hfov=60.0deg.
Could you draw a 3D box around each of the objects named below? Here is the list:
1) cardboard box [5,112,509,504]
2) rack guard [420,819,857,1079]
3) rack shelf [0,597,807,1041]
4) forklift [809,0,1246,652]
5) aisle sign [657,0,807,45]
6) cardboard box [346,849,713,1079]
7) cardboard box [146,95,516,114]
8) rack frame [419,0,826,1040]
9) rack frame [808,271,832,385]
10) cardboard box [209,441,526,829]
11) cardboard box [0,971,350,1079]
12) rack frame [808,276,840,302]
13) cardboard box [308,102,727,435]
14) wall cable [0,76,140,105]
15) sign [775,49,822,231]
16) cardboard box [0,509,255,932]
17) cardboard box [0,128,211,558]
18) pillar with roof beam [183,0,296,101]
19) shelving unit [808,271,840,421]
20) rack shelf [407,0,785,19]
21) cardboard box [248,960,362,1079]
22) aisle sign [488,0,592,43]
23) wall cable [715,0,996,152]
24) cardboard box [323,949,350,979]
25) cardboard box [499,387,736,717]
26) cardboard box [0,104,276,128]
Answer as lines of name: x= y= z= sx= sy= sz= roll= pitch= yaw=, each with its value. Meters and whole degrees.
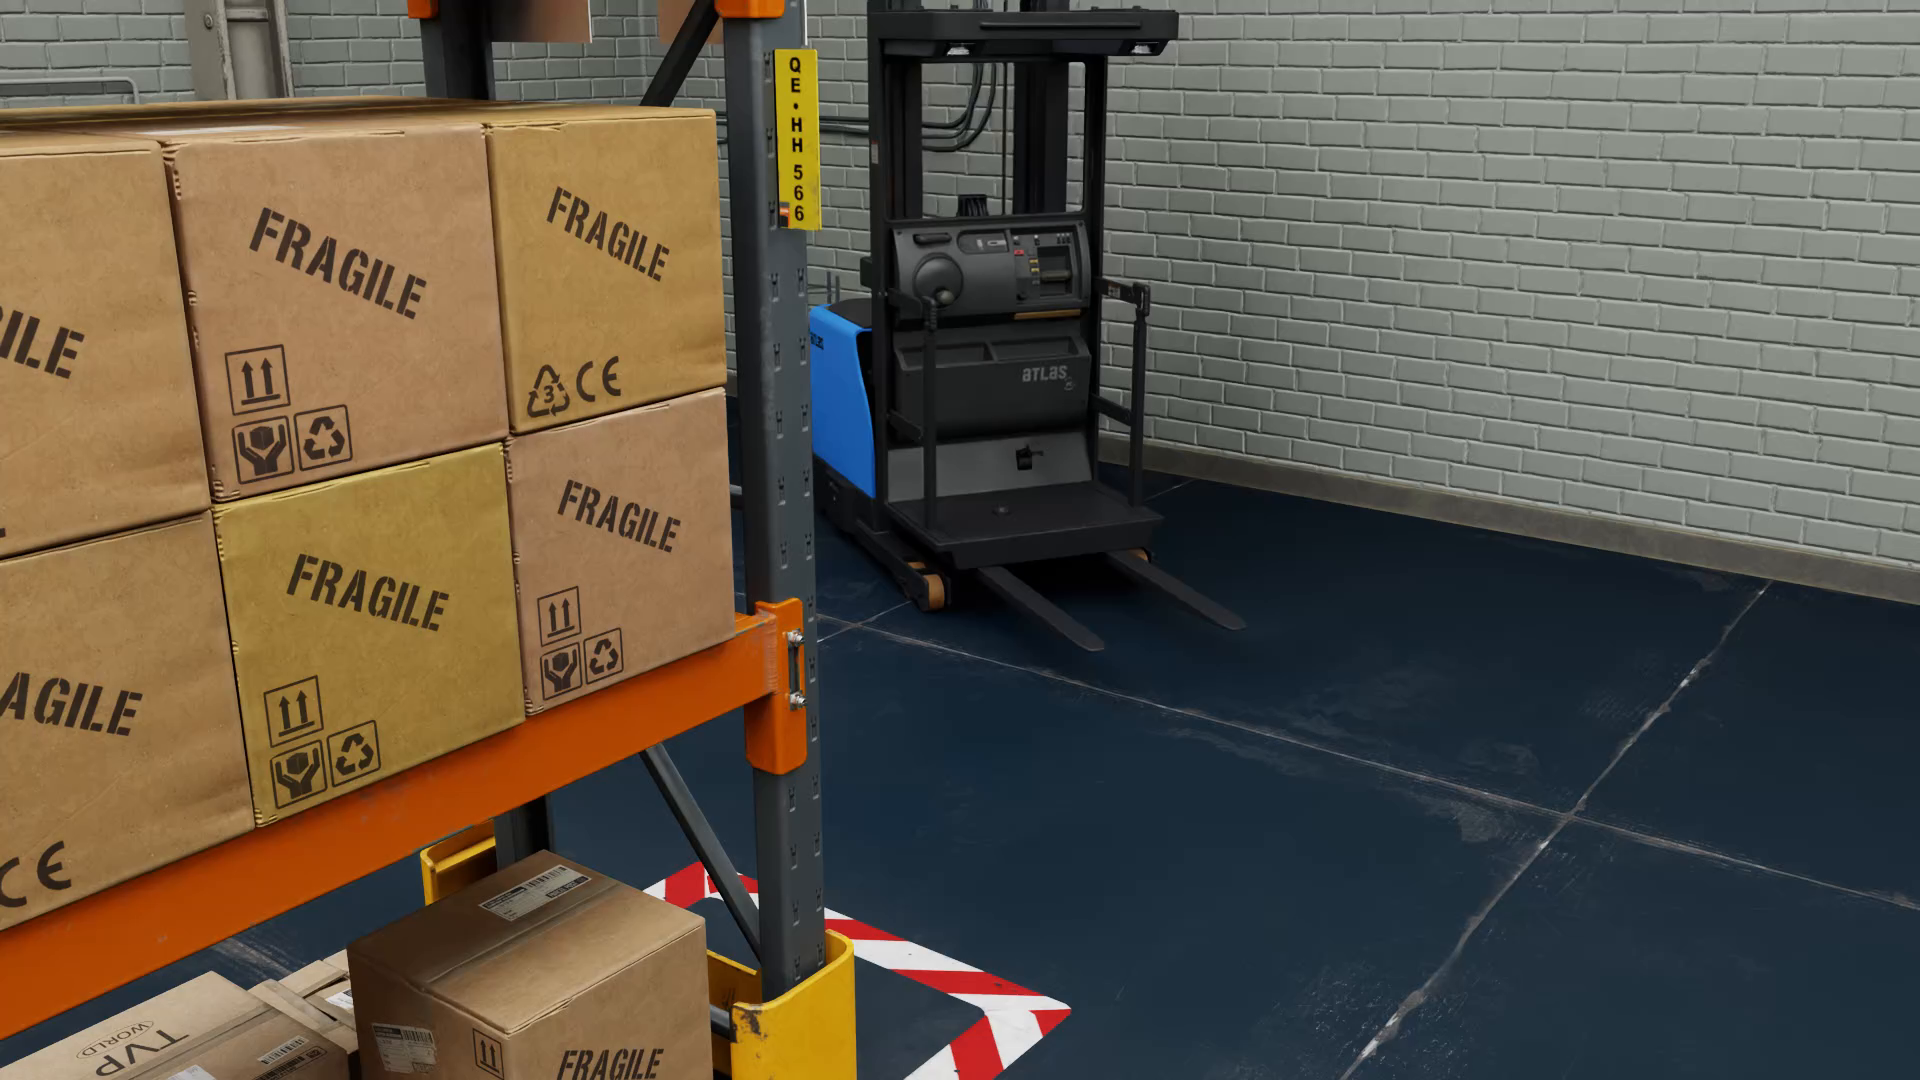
cardboard box: x=-1.079 y=-0.391 z=2.591 sx=0.500 sy=0.500 sz=0.500 roll=13 pitch=22 yaw=36
rack guard: x=-0.780 y=1.071 z=3.952 sx=1.175 sy=0.500 sz=0.348 roll=12 pitch=21 yaw=35
rack shelf: x=-1.926 y=0.679 z=2.213 sx=1.077 sy=0.370 sz=4.000 roll=12 pitch=21 yaw=35
forklift: x=0.232 y=-1.228 z=7.257 sx=1.130 sy=2.935 sz=3.031 roll=-7 pitch=18 yaw=-21
aisle sign: x=-0.448 y=-1.345 z=3.132 sx=0.394 sy=0.787 sz=0.004 roll=12 pitch=21 yaw=35
cardboard box: x=-0.860 y=1.016 z=3.388 sx=0.500 sy=0.500 sz=0.500 roll=12 pitch=21 yaw=35
cardboard box: x=-1.210 y=-0.607 z=3.286 sx=0.500 sy=0.500 sz=0.500 roll=13 pitch=22 yaw=36
rack frame: x=-0.734 y=-0.141 z=3.640 sx=1.000 sy=3.000 sz=0.127 roll=12 pitch=21 yaw=35
rack frame: x=-0.792 y=-0.830 z=8.891 sx=0.240 sy=1.200 sz=0.006 roll=-6 pitch=18 yaw=-17
cardboard box: x=-1.089 y=0.090 z=2.727 sx=0.500 sy=0.500 sz=0.500 roll=13 pitch=21 yaw=35
cardboard box: x=-1.584 y=1.161 z=3.343 sx=0.500 sy=0.250 sz=0.500 roll=12 pitch=21 yaw=35
rack frame: x=-0.736 y=-0.779 z=8.725 sx=0.240 sy=1.200 sz=0.006 roll=-6 pitch=18 yaw=-17
cardboard box: x=-0.779 y=-0.512 z=2.979 sx=0.500 sy=0.500 sz=0.500 roll=12 pitch=21 yaw=34
wall cable: x=-4.712 y=-1.973 z=7.825 sx=0.084 sy=1.984 sz=1.851 roll=12 pitch=21 yaw=35
sign: x=-0.301 y=-0.742 z=3.090 sx=0.100 sy=0.325 sz=0.005 roll=12 pitch=21 yaw=35
cardboard box: x=-1.391 y=0.208 z=2.347 sx=0.500 sy=0.500 sz=0.500 roll=13 pitch=21 yaw=35
cardboard box: x=-1.384 y=-0.267 z=2.191 sx=0.500 sy=0.500 sz=0.500 roll=13 pitch=22 yaw=36
pillar with roof beam: x=-0.343 y=-3.916 z=5.679 sx=9.100 sy=9.000 sz=0.400 roll=12 pitch=21 yaw=35
shelving unit: x=-0.764 y=-0.804 z=8.808 sx=0.258 sy=1.200 sz=0.189 roll=-6 pitch=18 yaw=-17
rack shelf: x=-1.926 y=-0.754 z=1.768 sx=1.077 sy=0.370 sz=4.000 roll=12 pitch=21 yaw=35
cardboard box: x=-1.409 y=1.101 z=3.677 sx=0.380 sy=0.166 sz=0.250 roll=12 pitch=21 yaw=35
aisle sign: x=-0.930 y=-1.451 z=3.474 sx=0.394 sy=0.787 sz=0.004 roll=12 pitch=21 yaw=35
wall cable: x=-1.058 y=-3.681 z=10.161 sx=3.097 sy=2.526 sz=0.112 roll=12 pitch=21 yaw=35
cardboard box: x=-1.260 y=1.049 z=3.872 sx=0.380 sy=0.149 sz=0.250 roll=12 pitch=21 yaw=35
cardboard box: x=-0.783 y=-0.034 z=3.127 sx=0.500 sy=0.500 sz=0.500 roll=13 pitch=22 yaw=36
cardboard box: x=-1.516 y=-0.481 z=2.881 sx=0.500 sy=0.500 sz=0.500 roll=13 pitch=21 yaw=35
